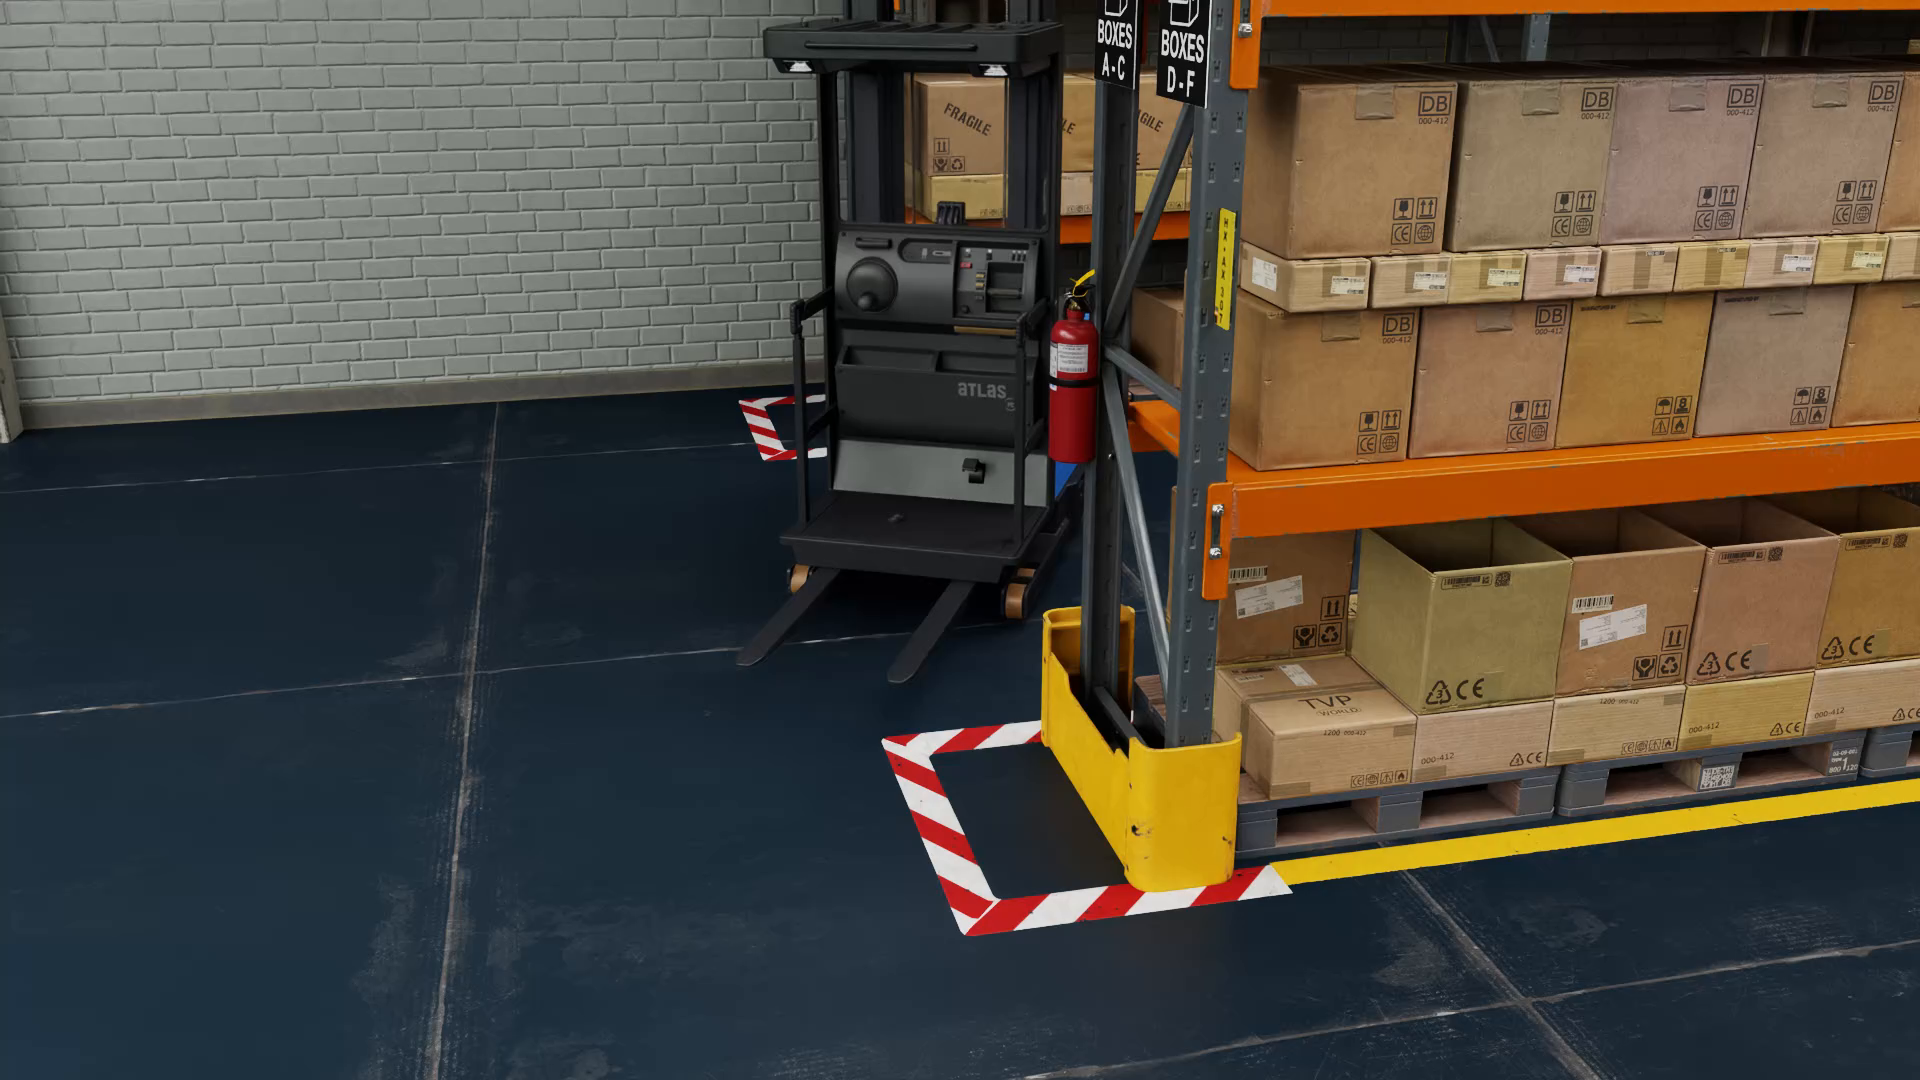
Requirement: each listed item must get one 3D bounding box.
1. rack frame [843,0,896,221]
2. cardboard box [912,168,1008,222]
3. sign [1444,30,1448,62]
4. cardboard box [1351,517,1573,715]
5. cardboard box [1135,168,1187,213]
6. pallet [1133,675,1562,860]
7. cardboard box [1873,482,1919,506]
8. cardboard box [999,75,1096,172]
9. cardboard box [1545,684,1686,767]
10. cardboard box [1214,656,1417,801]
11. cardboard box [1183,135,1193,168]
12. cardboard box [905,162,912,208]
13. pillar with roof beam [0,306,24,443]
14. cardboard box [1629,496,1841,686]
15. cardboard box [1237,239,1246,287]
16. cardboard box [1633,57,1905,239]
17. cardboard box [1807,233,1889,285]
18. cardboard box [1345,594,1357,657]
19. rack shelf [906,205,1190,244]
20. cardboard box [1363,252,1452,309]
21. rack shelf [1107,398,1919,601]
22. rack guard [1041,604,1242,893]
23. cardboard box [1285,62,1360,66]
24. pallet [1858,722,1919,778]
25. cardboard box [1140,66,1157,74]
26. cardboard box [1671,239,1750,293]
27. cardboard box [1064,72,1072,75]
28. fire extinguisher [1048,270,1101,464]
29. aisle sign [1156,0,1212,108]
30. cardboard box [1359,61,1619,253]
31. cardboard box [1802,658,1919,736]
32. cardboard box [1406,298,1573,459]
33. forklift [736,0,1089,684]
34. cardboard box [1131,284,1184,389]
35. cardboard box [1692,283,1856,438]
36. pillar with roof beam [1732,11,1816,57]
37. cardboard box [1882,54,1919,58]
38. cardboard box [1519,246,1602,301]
[{"bbox_3d":[-0.527,-2.156,9.840,0.127,3.000,1.000,-5,21,-12],"label":"rack frame"},{"bbox_3d":[0.021,-2.027,9.677,0.500,0.250,0.500,-5,21,-14],"label":"cardboard box"},{"bbox_3d":[3.235,-3.202,11.011,0.005,0.325,0.100,-5,21,-12],"label":"sign"},{"bbox_3d":[1.676,0.235,5.608,0.500,0.500,0.500,-5,21,-12],"label":"cardboard box"},{"bbox_3d":[1.021,-2.112,9.907,0.500,0.250,0.500,-5,21,-13],"label":"cardboard box"},{"bbox_3d":[1.352,0.736,5.997,1.213,0.211,1.003,-5,21,-12],"label":"pallet"},{"bbox_3d":[3.619,0.072,6.053,0.500,0.500,0.500,-5,21,-12],"label":"cardboard box"},{"bbox_3d":[0.490,-2.420,9.659,0.500,0.500,0.500,-5,21,-12],"label":"cardboard box"},{"bbox_3d":[2.162,0.547,5.846,0.500,0.250,0.500,-5,21,-12],"label":"cardboard box"},{"bbox_3d":[1.190,0.628,5.627,0.500,0.250,0.500,-5,21,-12],"label":"cardboard box"},{"bbox_3d":[1.494,-2.504,9.888,0.500,0.500,0.500,-4,20,-11],"label":"cardboard box"},{"bbox_3d":[-0.116,-2.197,10.140,0.500,0.250,0.500,-4,21,-12],"label":"cardboard box"},{"bbox_3d":[-4.893,-3.402,4.519,0.400,9.000,9.100,-5,21,-12],"label":"pillar with roof beam"},{"bbox_3d":[2.650,0.158,5.820,0.500,0.500,0.500,-5,21,-12],"label":"cardboard box"},{"bbox_3d":[0.945,-0.944,5.442,0.250,0.149,0.380,-5,21,-13],"label":"cardboard box"},{"bbox_3d":[2.614,-1.315,5.511,0.500,0.500,0.700,-5,21,-12],"label":"cardboard box"},{"bbox_3d":[2.800,-0.951,5.462,0.250,0.149,0.380,-4,20,-11],"label":"cardboard box"},{"bbox_3d":[1.555,0.411,6.219,0.500,0.250,0.500,-5,21,-12],"label":"cardboard box"},{"bbox_3d":[1.420,-1.977,10.396,4.000,0.370,1.077,-5,21,-12],"label":"rack shelf"},{"bbox_3d":[1.305,-0.831,5.133,0.250,0.149,0.380,-5,21,-14],"label":"cardboard box"},{"bbox_3d":[2.563,-0.319,5.870,4.000,0.370,1.077,-5,21,-12],"label":"rack shelf"},{"bbox_3d":[0.594,0.677,5.739,0.348,0.500,1.175,-5,21,-12],"label":"rack guard"},{"bbox_3d":[2.356,-2.757,10.578,0.500,0.500,0.500,-5,21,-13],"label":"cardboard box"},{"bbox_3d":[3.726,0.543,6.524,1.213,0.211,1.003,-5,21,-12],"label":"pallet"},{"bbox_3d":[1.368,-2.674,10.353,0.500,0.500,0.500,-4,21,-12],"label":"cardboard box"},{"bbox_3d":[2.301,-0.911,5.353,0.250,0.149,0.380,-5,21,-13],"label":"cardboard box"},{"bbox_3d":[0.375,-2.592,10.129,0.500,0.500,0.500,-4,21,-12],"label":"cardboard box"},{"bbox_3d":[0.395,-0.608,5.726,0.183,0.674,0.296,-5,21,-12],"label":"fire extinguisher"},{"bbox_3d":[0.624,-1.611,4.573,0.004,0.787,0.394,-5,21,-12],"label":"aisle sign"},{"bbox_3d":[1.636,-1.235,5.293,0.500,0.500,0.700,-5,21,-14],"label":"cardboard box"},{"bbox_3d":[3.137,0.470,6.058,0.500,0.250,0.500,-5,21,-12],"label":"cardboard box"},{"bbox_3d":[1.584,-0.621,5.504,0.500,0.500,0.700,-4,21,-11],"label":"cardboard box"},{"bbox_3d":[-0.157,-1.167,7.240,1.130,2.935,3.031,5,21,14],"label":"forklift"},{"bbox_3d":[1.448,-1.300,10.497,0.500,0.500,0.700,-6,21,-16],"label":"cardboard box"},{"bbox_3d":[2.580,-0.701,5.723,0.500,0.500,0.700,-4,21,-11],"label":"cardboard box"},{"bbox_3d":[6.785,-4.352,7.112,0.400,9.000,9.100,-5,21,-12],"label":"pillar with roof beam"},{"bbox_3d":[3.588,-1.393,5.726,0.500,0.500,0.700,-5,21,-13],"label":"cardboard box"},{"bbox_3d":[1.794,-0.869,5.238,0.250,0.149,0.380,-5,21,-13],"label":"cardboard box"}]
